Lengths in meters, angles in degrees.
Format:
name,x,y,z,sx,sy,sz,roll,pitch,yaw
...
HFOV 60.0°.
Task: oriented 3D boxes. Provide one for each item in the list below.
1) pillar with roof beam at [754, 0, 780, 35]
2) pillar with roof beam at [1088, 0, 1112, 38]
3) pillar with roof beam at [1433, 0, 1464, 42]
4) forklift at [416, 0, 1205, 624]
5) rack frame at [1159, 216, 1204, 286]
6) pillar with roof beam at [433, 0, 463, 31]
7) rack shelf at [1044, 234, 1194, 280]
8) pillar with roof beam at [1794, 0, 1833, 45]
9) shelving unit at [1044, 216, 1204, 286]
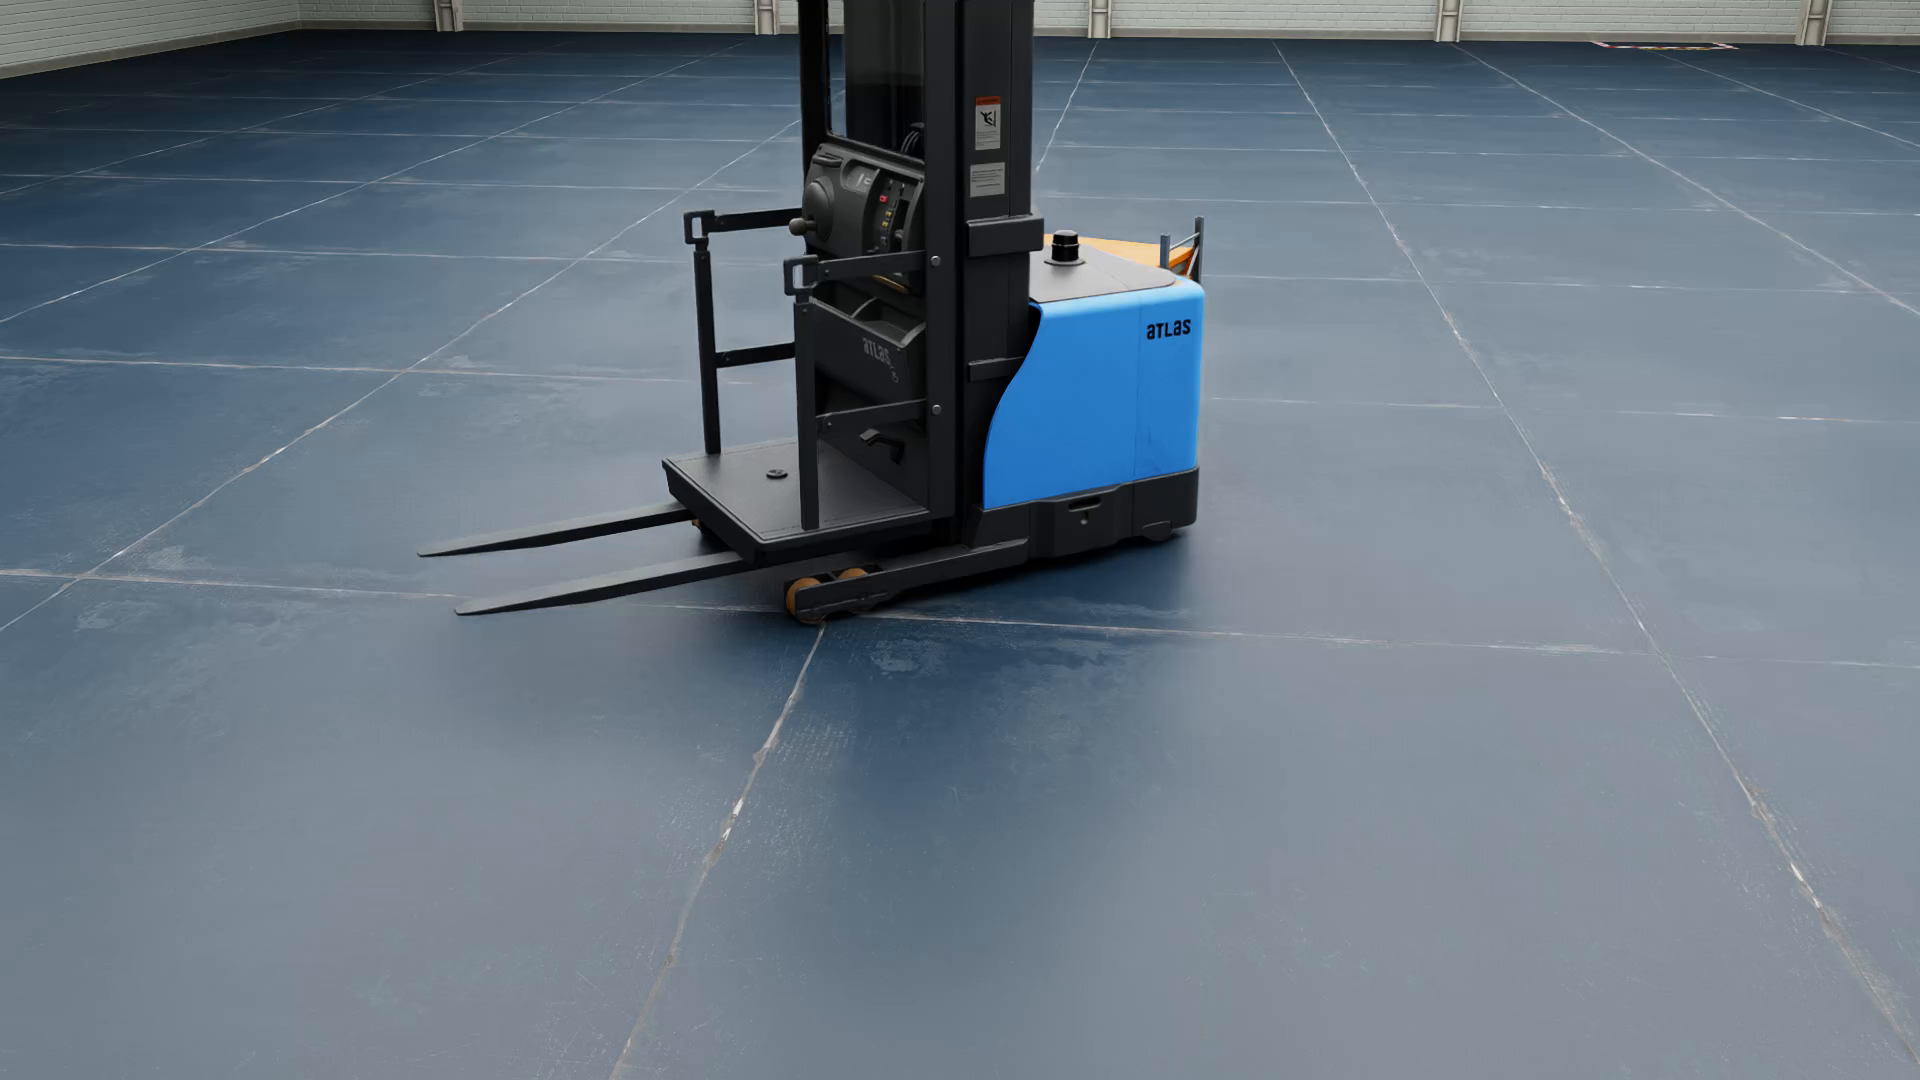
name,x,y,z,sx,sy,sz,roll,pitch,yaw
pillar with roof beam,-3.991,-11.790,24.522,0.400,9.000,9.100,2,22,6
pillar with roof beam,1.967,-11.530,23.865,0.400,9.000,9.100,2,22,6
pillar with roof beam,7.926,-11.271,23.209,0.400,9.000,9.100,2,22,6
forklift,-0.550,-1.275,6.178,3.031,2.935,1.130,-11,24,-26
rack frame,0.998,-0.884,7.645,0.032,1.125,0.500,10,24,25
pillar with roof beam,-9.949,-12.050,25.178,0.400,9.000,9.100,2,22,6
rack shelf,0.544,-1.240,7.750,1.000,0.278,0.538,10,24,25
pillar with roof beam,13.884,-11.011,22.552,0.400,9.000,9.100,2,22,6
shelving unit,0.544,-0.968,7.858,1.048,1.125,0.538,10,24,25
